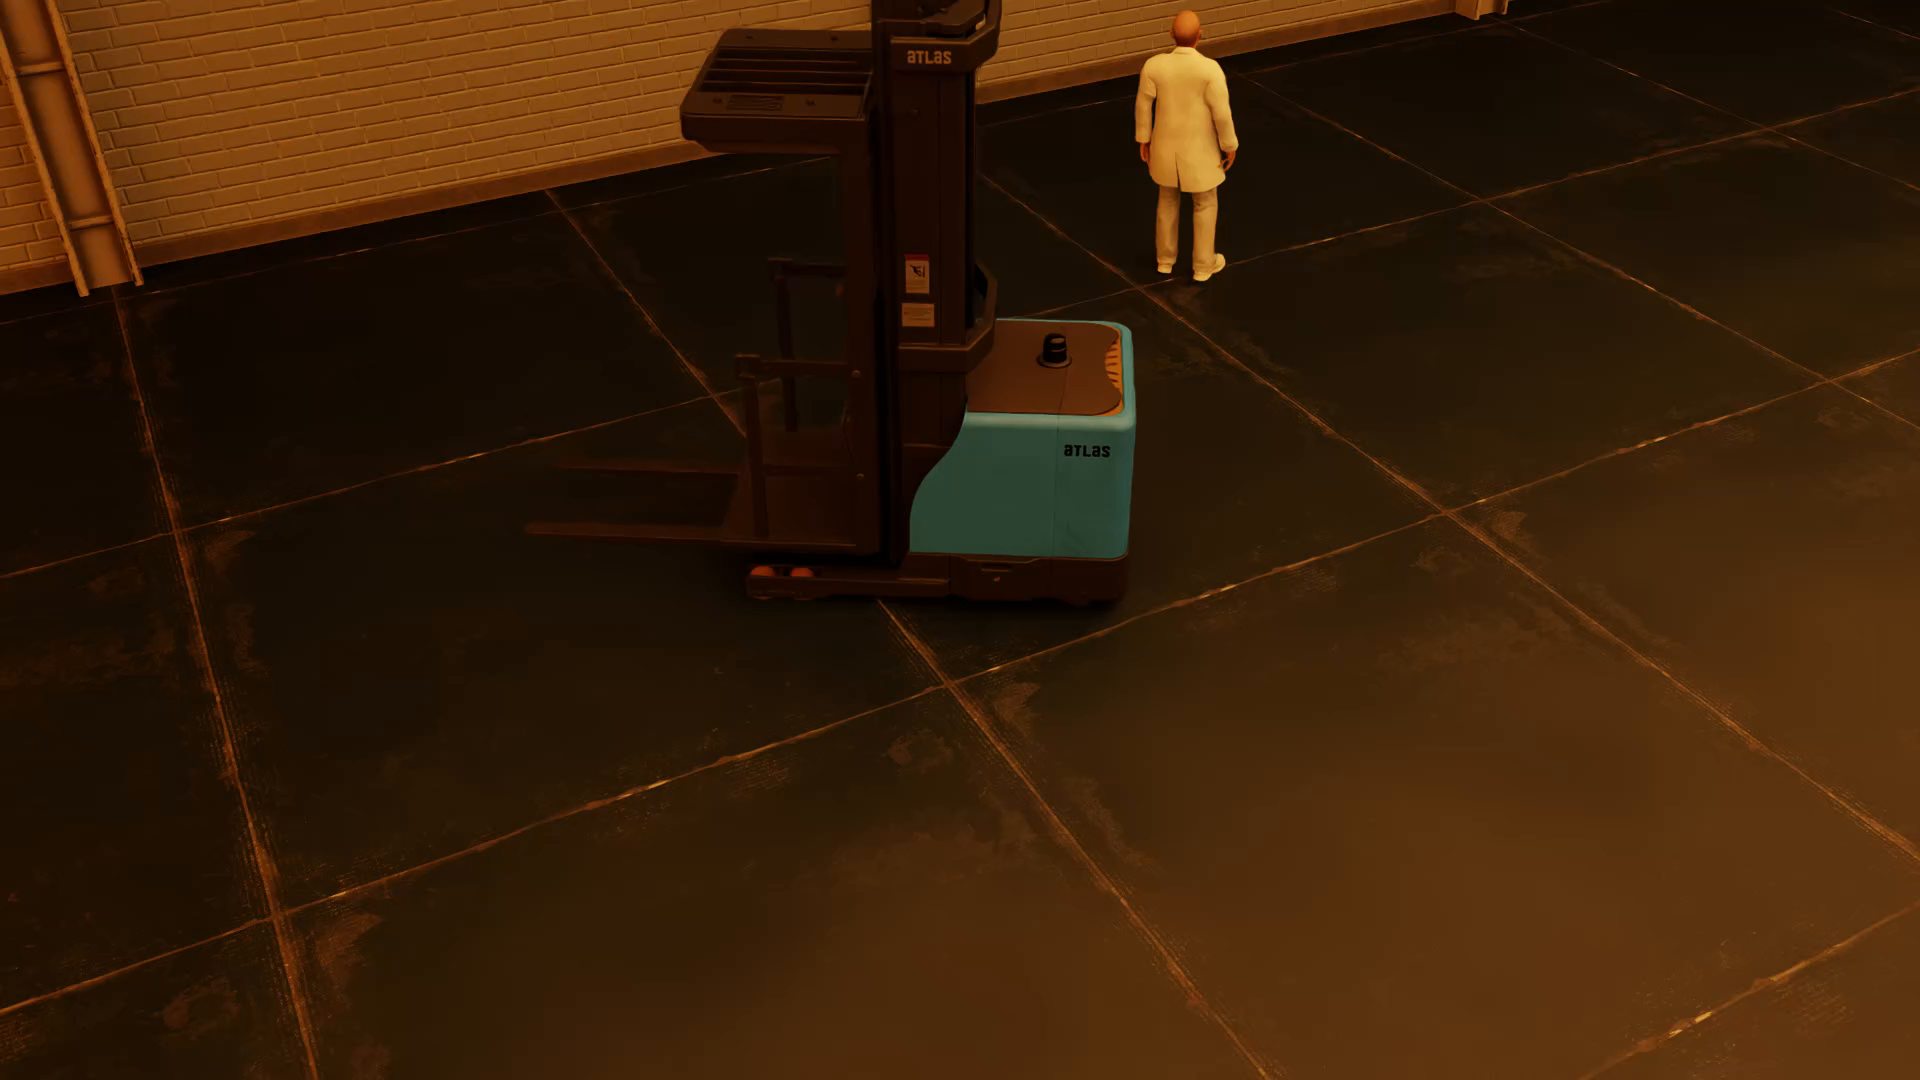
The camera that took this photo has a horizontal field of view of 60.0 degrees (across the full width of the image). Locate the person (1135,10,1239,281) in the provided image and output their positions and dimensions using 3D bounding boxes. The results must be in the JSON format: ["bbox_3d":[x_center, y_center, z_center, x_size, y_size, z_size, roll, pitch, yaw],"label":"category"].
[{"bbox_3d":[1.477,-2.546,10.733,0.684,1.791,0.507,16,38,22],"label":"person"}]

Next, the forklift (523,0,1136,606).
[{"bbox_3d":[-0.663,-1.196,7.815,3.031,2.935,1.130,2,35,3],"label":"forklift"}]
